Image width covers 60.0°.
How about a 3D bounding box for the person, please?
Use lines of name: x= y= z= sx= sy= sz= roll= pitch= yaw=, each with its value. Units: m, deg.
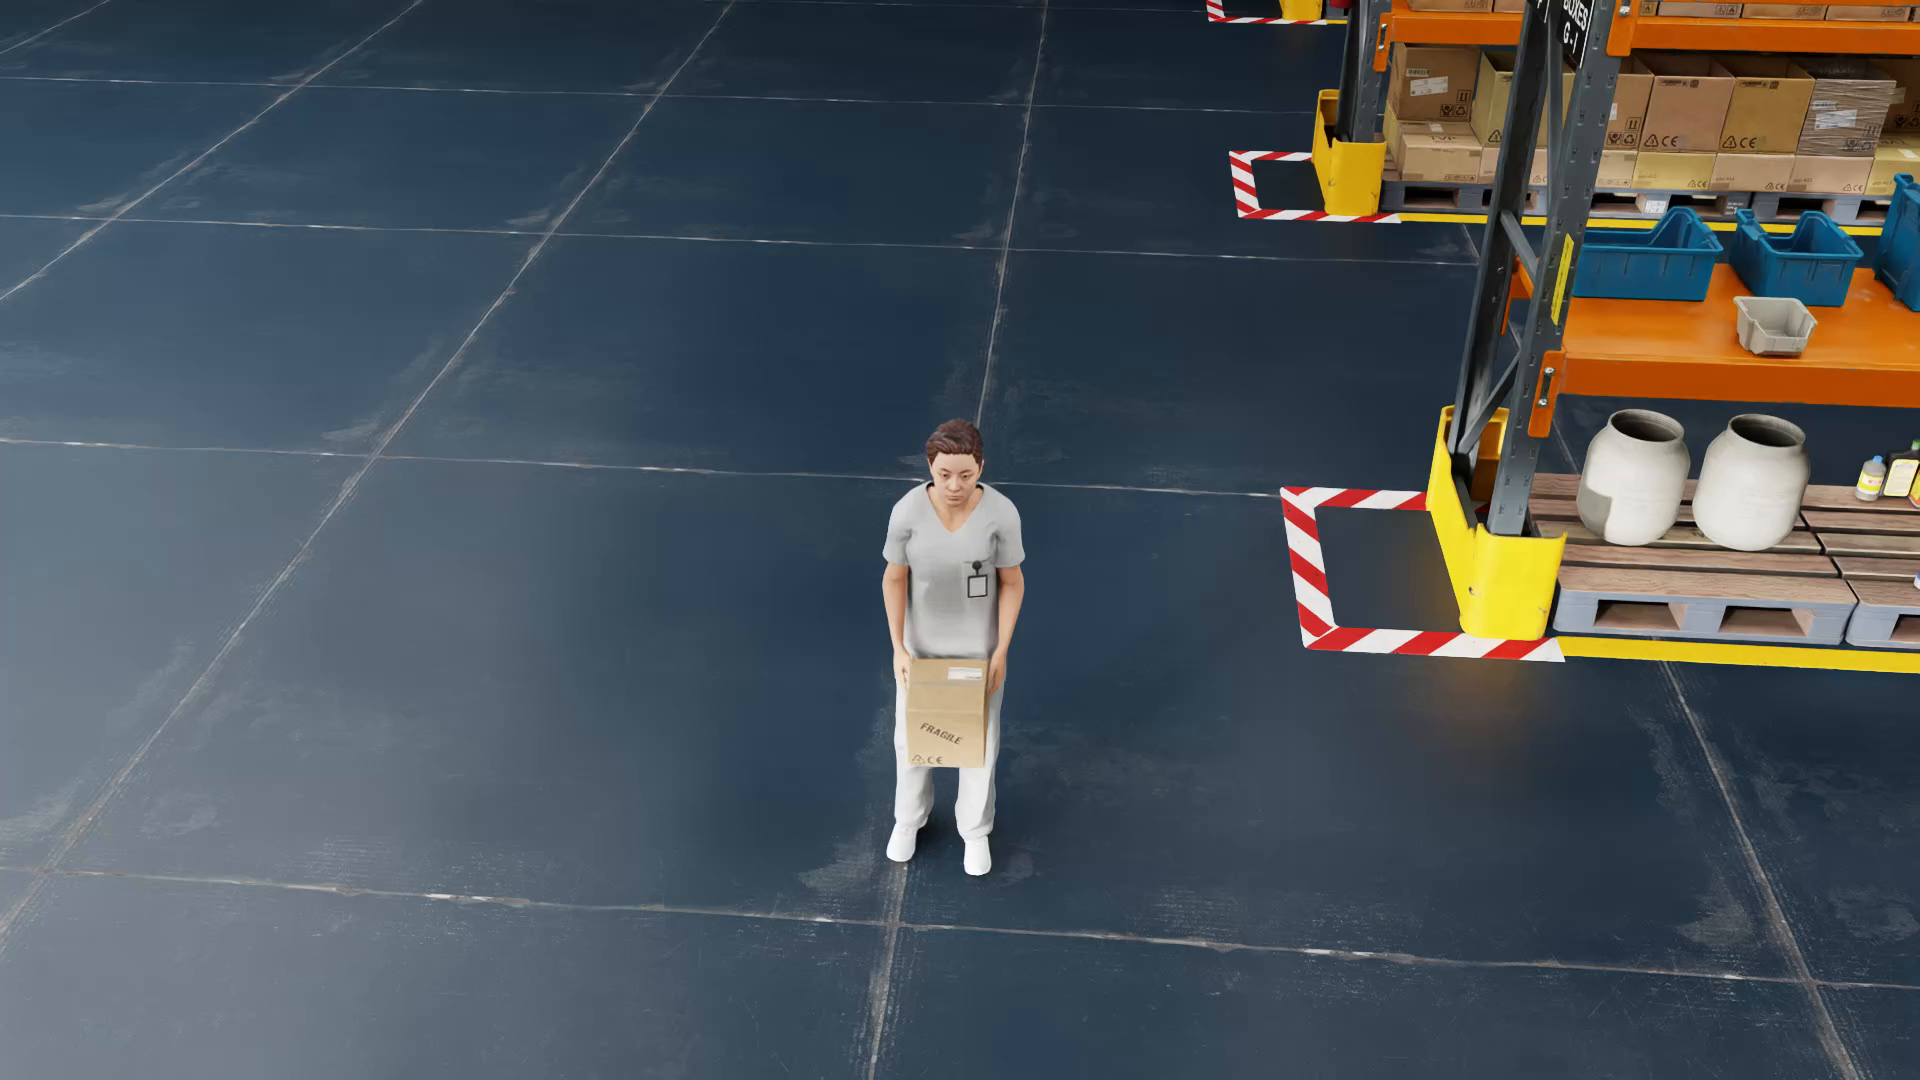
person: x=-0.024 y=0.368 z=5.547 sx=0.467 sy=1.676 sz=0.424 roll=2 pitch=32 yaw=3
